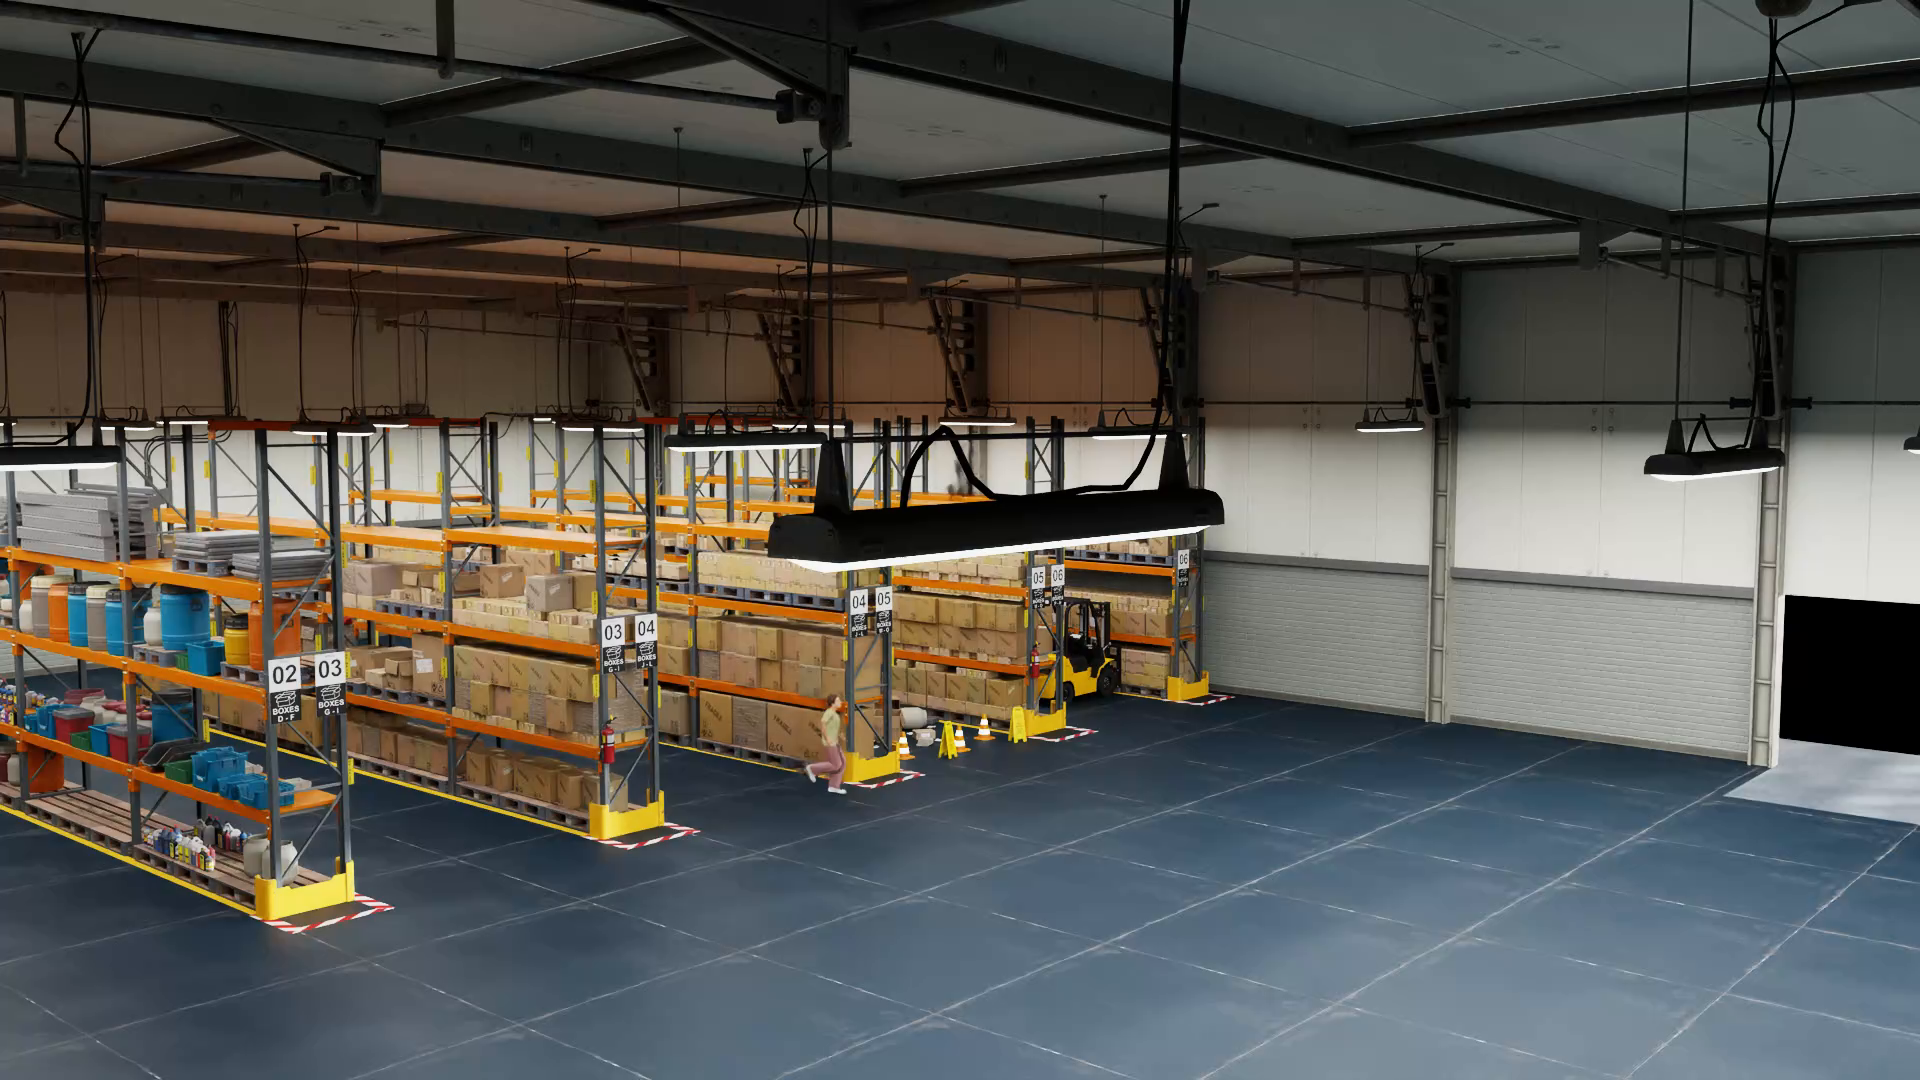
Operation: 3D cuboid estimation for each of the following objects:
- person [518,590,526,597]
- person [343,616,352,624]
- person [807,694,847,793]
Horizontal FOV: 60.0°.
[{"bbox_3d":[-11.608,1.881,43.507,0.596,1.705,0.854,2,5,27],"label":"person"},{"bbox_3d":[-14.444,2.271,39.002,0.715,1.669,0.536,3,6,32],"label":"person"},{"bbox_3d":[-2.158,3.314,26.902,0.639,1.577,0.588,0,5,5],"label":"person"}]
